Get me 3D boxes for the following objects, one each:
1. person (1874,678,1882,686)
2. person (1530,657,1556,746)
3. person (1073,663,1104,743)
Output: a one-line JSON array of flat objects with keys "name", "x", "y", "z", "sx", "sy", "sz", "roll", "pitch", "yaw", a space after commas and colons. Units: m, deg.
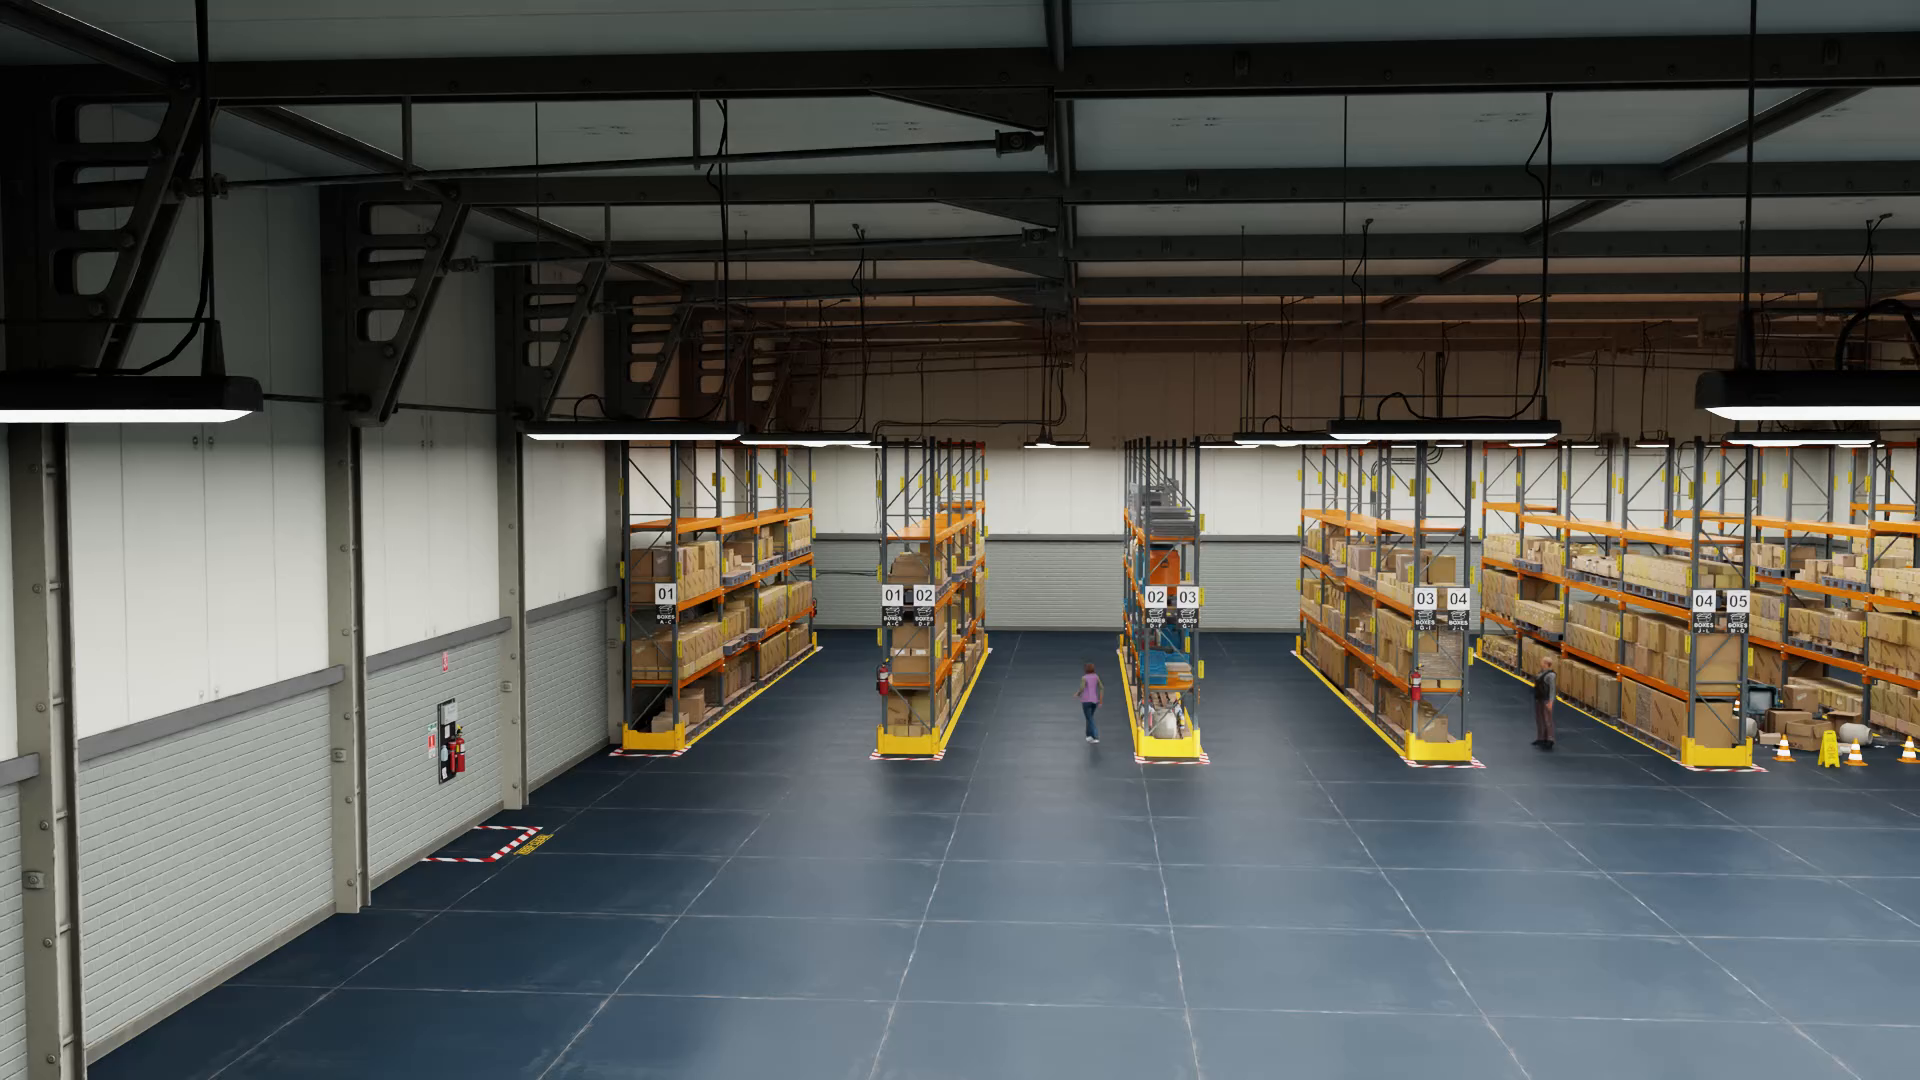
[{"name": "person", "x": 22.237, "y": 2.750, "z": 40.131, "sx": 0.522, "sy": 1.689, "sz": 0.659, "roll": -1, "pitch": 3, "yaw": -11}, {"name": "person", "x": 11.347, "y": 3.136, "z": 32.286, "sx": 0.388, "sy": 1.751, "sz": 0.571, "roll": -1, "pitch": 3, "yaw": -17}, {"name": "person", "x": 2.561, "y": 3.222, "z": 32.660, "sx": 0.497, "sy": 1.640, "sz": 0.703, "roll": -2, "pitch": 3, "yaw": -29}]
